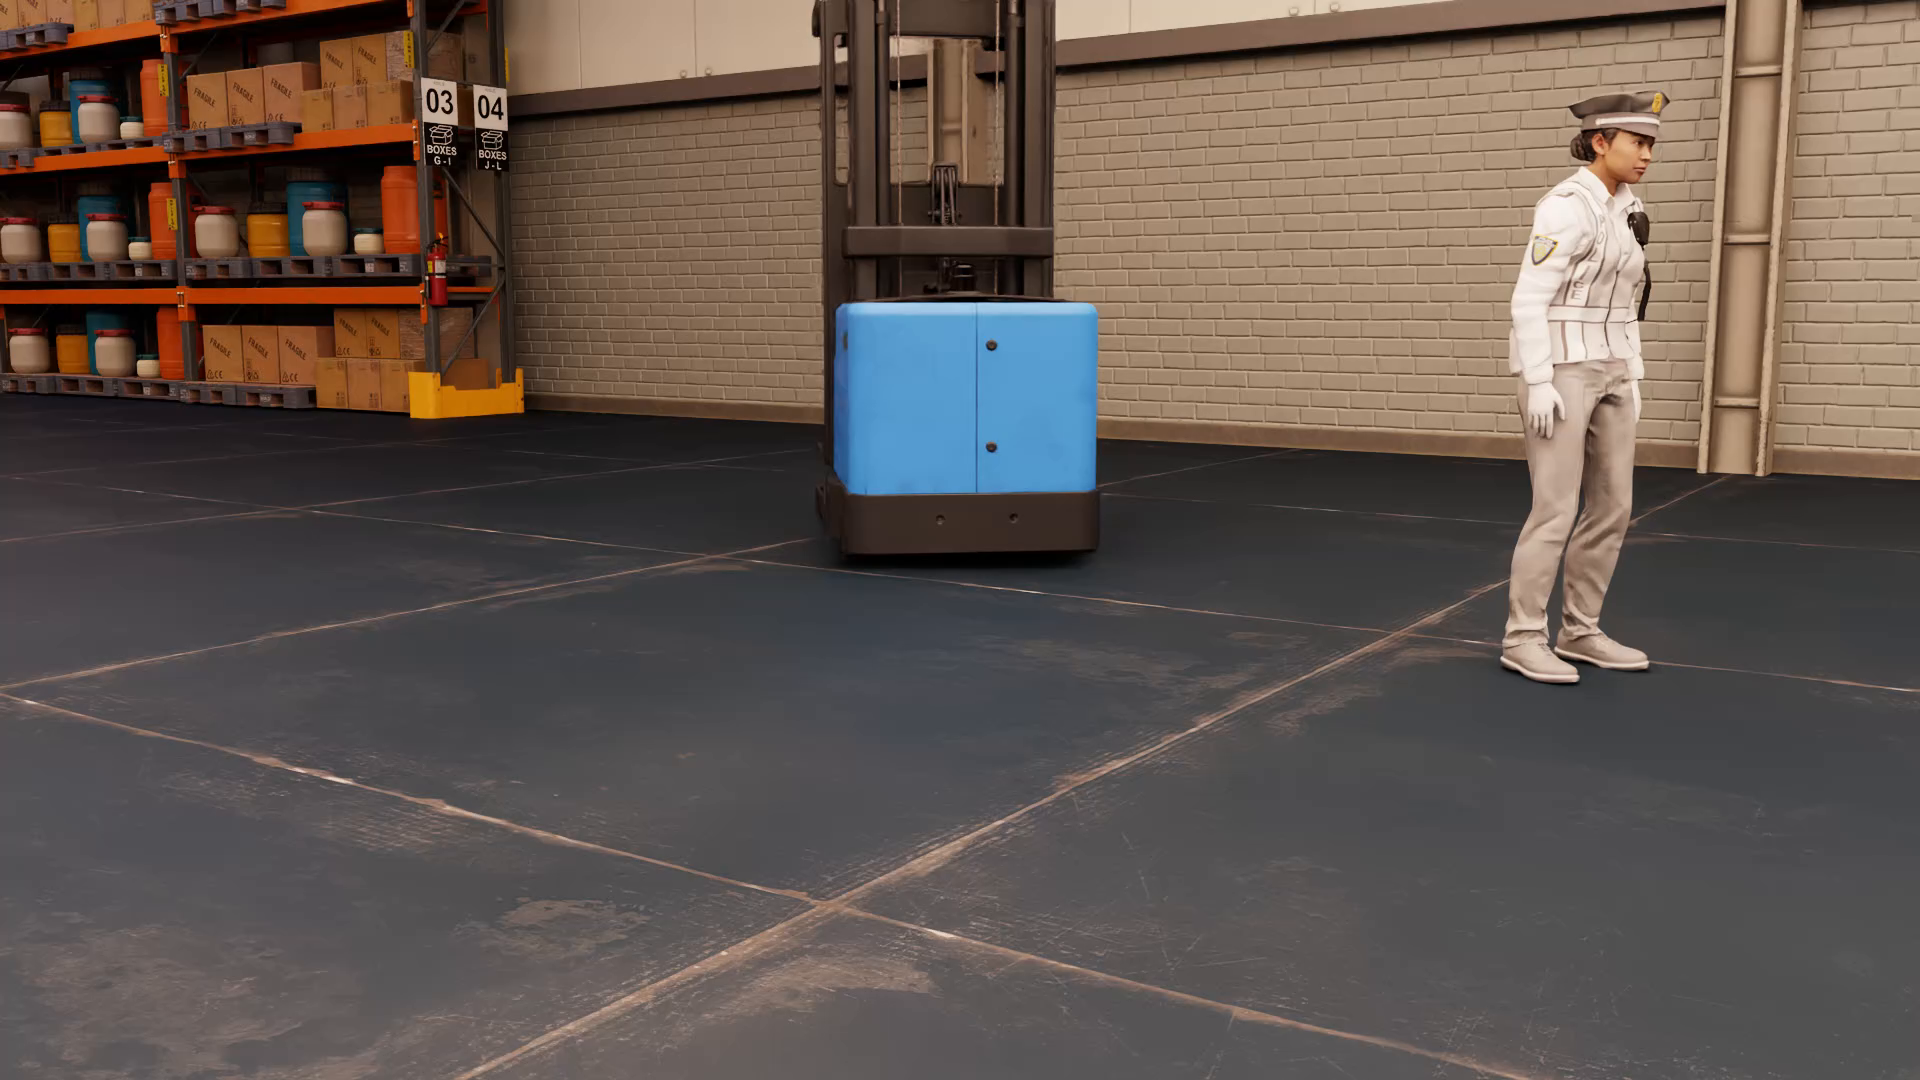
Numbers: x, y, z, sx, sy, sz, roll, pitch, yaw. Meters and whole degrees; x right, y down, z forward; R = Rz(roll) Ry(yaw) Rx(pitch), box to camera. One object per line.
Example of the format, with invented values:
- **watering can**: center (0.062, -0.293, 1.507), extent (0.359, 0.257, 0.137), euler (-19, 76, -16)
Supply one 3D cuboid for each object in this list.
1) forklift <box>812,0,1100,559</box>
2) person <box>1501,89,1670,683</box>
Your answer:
- **forklift**: center (-0.138, -1.541, 8.026), extent (1.130, 2.935, 3.031), euler (-1, 8, -8)
- **person**: center (1.815, -0.445, 4.838), extent (0.528, 1.662, 0.375), euler (-6, 10, -34)
